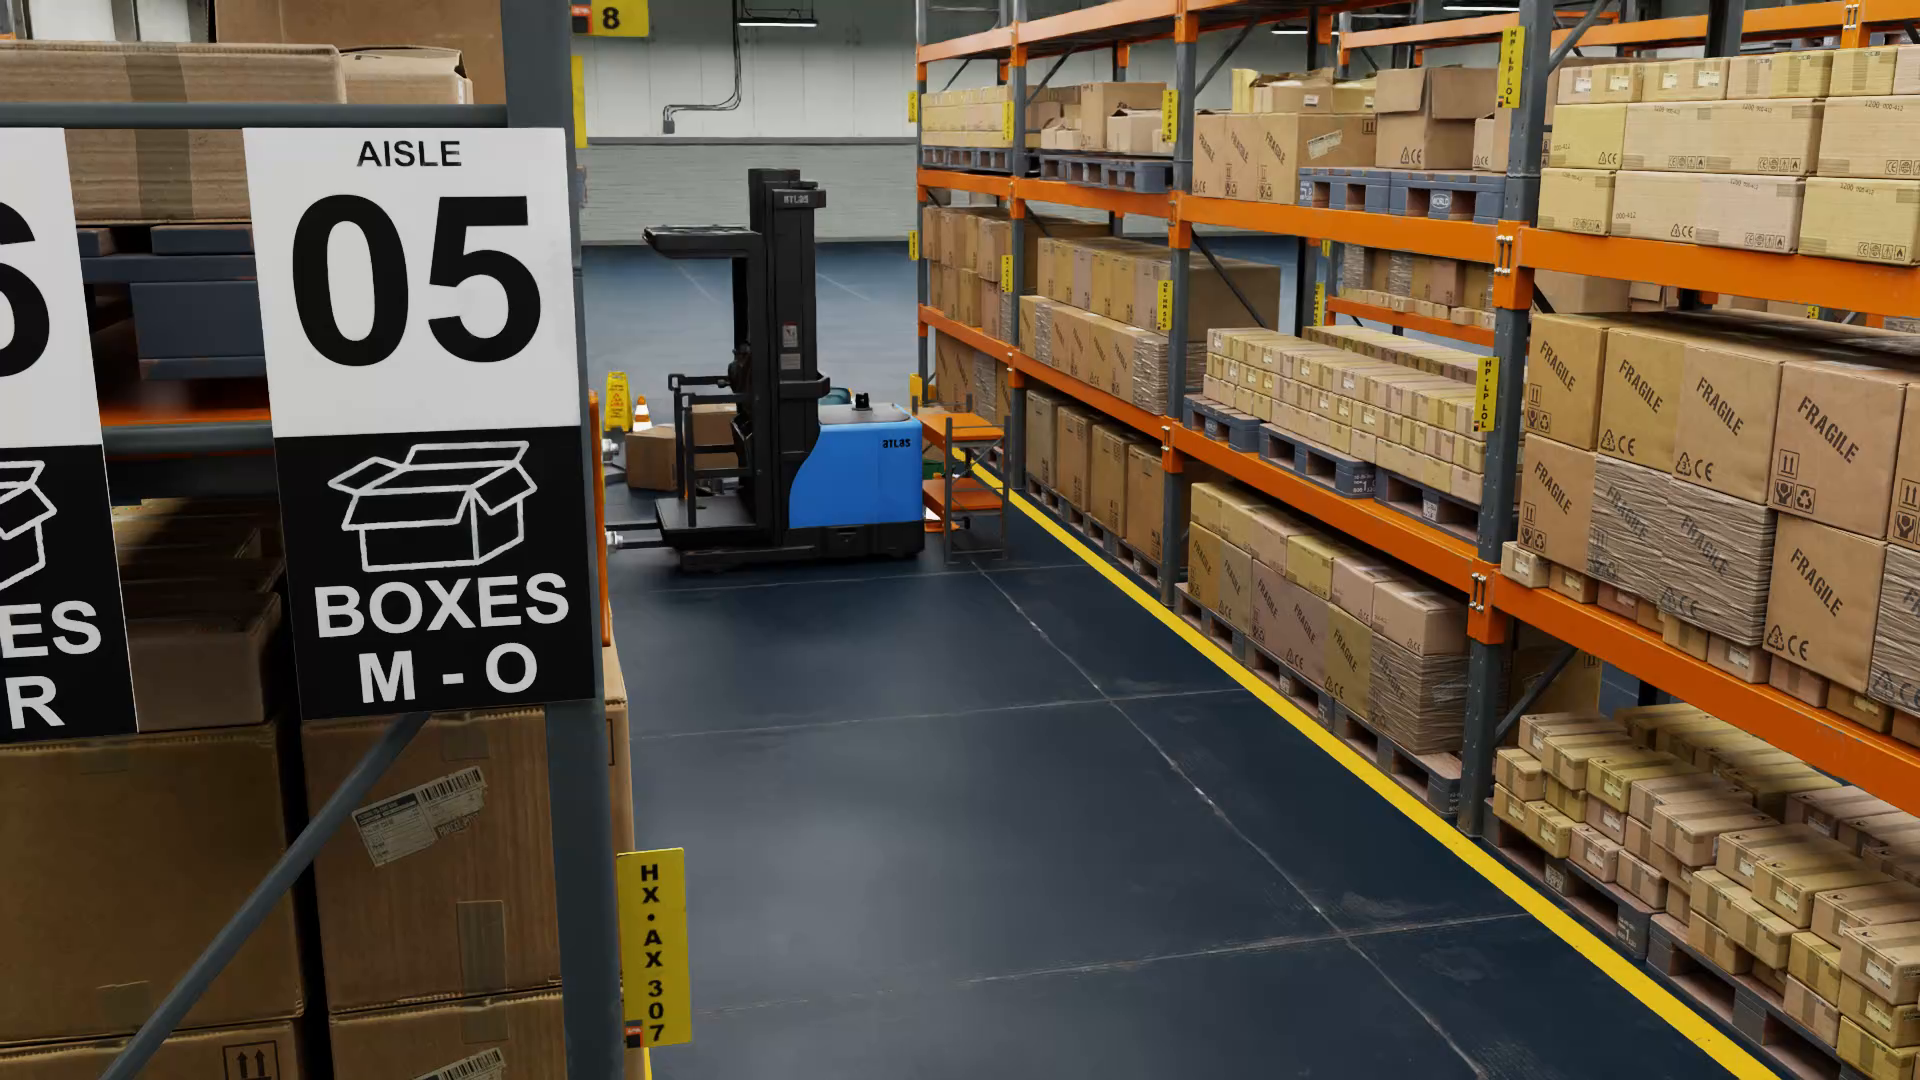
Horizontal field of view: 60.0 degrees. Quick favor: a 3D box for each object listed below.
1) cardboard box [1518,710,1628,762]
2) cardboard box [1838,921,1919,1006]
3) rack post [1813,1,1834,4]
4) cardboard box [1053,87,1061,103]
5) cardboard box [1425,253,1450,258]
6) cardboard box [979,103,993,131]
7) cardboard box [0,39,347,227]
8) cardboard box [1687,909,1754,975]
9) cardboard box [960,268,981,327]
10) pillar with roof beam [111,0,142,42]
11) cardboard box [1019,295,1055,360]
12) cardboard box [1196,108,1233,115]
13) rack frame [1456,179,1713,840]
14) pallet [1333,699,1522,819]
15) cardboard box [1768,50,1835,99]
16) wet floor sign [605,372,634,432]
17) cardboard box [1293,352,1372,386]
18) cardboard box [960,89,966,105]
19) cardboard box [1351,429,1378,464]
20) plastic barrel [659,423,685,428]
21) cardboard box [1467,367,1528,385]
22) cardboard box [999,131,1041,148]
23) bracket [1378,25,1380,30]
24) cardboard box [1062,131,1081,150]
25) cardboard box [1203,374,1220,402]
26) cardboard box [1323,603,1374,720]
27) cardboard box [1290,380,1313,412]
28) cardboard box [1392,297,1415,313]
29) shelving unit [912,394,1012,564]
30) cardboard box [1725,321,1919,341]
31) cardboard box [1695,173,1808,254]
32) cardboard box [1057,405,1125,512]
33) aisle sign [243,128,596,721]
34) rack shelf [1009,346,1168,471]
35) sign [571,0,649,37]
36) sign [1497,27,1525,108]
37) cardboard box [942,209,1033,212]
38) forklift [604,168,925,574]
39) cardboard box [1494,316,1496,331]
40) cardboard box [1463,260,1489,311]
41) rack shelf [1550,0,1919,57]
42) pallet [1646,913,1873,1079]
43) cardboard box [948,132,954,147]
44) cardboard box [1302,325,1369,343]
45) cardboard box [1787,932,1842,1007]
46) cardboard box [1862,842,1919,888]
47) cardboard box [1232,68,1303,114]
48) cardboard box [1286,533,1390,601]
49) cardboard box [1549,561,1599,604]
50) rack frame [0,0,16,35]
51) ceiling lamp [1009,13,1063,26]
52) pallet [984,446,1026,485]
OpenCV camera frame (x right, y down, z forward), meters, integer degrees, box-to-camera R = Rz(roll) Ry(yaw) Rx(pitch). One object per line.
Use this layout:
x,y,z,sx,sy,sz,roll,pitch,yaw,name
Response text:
2.719,0.877,7.385,0.380,0.149,0.250,-3,14,-11,cardboard box
3.105,1.365,5.389,0.380,0.149,0.250,-3,14,-11,cardboard box
10.166,-5.836,18.512,0.937,0.300,0.954,-4,14,-14,rack post
1.086,-4.147,15.513,0.380,0.149,0.250,-3,14,-14,cardboard box
5.198,-3.203,17.271,0.500,0.500,0.500,-3,14,-13,cardboard box
0.477,-3.949,15.543,0.500,0.250,0.500,-3,14,-13,cardboard box
-1.202,-0.620,2.543,0.500,0.250,0.500,-5,14,-18,cardboard box
2.957,1.474,6.196,0.380,0.149,0.250,-4,14,-15,cardboard box
0.477,-2.482,16.951,0.875,0.550,0.500,-3,14,-13,cardboard box
-8.937,-8.009,27.249,9.100,9.000,0.400,-3,14,-13,pillar with roof beam
0.823,-1.864,14.524,0.500,0.500,0.500,-3,14,-13,cardboard box
1.944,-2.874,11.644,0.500,0.311,0.500,-3,14,-13,cardboard box
2.840,-0.106,7.540,1.000,3.000,0.127,-3,14,-13,rack frame
2.656,1.069,8.606,1.003,0.211,1.213,-3,14,-13,pallet
2.935,-1.540,5.513,0.380,0.149,0.250,-3,14,-10,cardboard box
-3.771,-1.535,18.349,0.267,0.644,0.232,2,14,6,wet floor sign
2.131,-0.979,9.505,0.380,0.149,0.250,-3,14,-11,cardboard box
0.208,-4.343,16.318,0.380,0.149,0.250,-3,14,-12,cardboard box
2.306,-0.508,8.829,0.380,0.149,0.250,-4,14,-16,cardboard box
-2.810,-0.931,16.347,0.512,0.421,0.421,7,15,26,plastic barrel
2.948,-0.833,8.909,0.380,0.149,0.250,-3,14,-14,cardboard box
0.565,-3.605,14.977,0.380,0.149,0.250,-3,14,-13,cardboard box
12.828,-15.502,50.333,0.235,0.232,0.430,-3,14,-13,bracket
1.037,-3.201,13.324,0.380,0.149,0.250,-3,14,-13,cardboard box
1.809,-0.996,10.829,0.380,0.149,0.250,-3,14,-14,cardboard box
2.301,0.629,8.913,0.500,0.500,0.500,-4,14,-15,cardboard box
2.123,-0.835,9.544,0.380,0.149,0.250,-3,14,-14,cardboard box
4.960,-2.575,18.175,0.380,0.149,0.250,-3,14,-13,cardboard box
-0.010,-0.503,13.071,0.538,1.125,1.048,-3,15,-16,shelving unit
3.340,-0.572,6.505,0.500,0.500,0.500,-4,14,-15,cardboard box
2.922,-1.132,5.737,0.500,0.250,0.500,-3,14,-11,cardboard box
1.417,-0.702,13.834,1.050,0.750,0.750,-3,14,-13,cardboard box
-0.710,-0.146,2.228,0.394,0.787,0.004,-3,14,-13,aisle sign
1.431,-1.141,13.291,1.077,0.370,4.000,-3,14,-13,rack shelf
-0.468,-0.834,2.190,0.100,0.325,0.005,-3,14,-13,sign
2.301,-1.974,6.946,0.100,0.325,0.005,-3,14,-13,sign
0.290,-3.262,17.868,0.875,0.550,0.550,-3,14,-13,cardboard box
-1.844,-1.305,12.594,3.031,2.935,1.130,-3,14,-13,forklift
5.470,-2.116,16.296,0.380,0.149,0.250,-3,14,-13,cardboard box
5.677,-2.622,17.002,0.875,0.500,0.500,-3,14,-13,cardboard box
6.276,-4.114,13.663,1.077,0.370,4.000,-3,14,-13,rack shelf
3.322,1.684,6.091,1.003,0.211,1.213,-3,14,-13,pallet
0.087,-4.074,16.895,0.380,0.149,0.250,-3,14,-14,cardboard box
2.461,-1.312,10.868,0.380,0.149,0.250,-4,14,-15,cardboard box
3.078,1.449,5.672,0.380,0.149,0.250,-3,14,-10,cardboard box
3.506,1.214,6.007,0.380,0.149,0.250,-3,14,-13,cardboard box
1.848,-2.679,9.927,0.396,0.266,0.258,-3,14,-13,cardboard box
2.173,0.142,9.328,0.500,0.250,0.500,-4,14,-16,cardboard box
2.721,0.155,7.001,0.380,0.149,0.250,-3,14,-12,cardboard box
-9.590,-5.212,15.799,1.000,3.000,0.127,-3,14,-13,rack frame
2.221,-14.936,43.302,2.000,3.185,0.800,-3,14,-13,ceiling lamp
0.858,-0.777,16.161,1.003,0.211,1.213,-3,14,-13,pallet
